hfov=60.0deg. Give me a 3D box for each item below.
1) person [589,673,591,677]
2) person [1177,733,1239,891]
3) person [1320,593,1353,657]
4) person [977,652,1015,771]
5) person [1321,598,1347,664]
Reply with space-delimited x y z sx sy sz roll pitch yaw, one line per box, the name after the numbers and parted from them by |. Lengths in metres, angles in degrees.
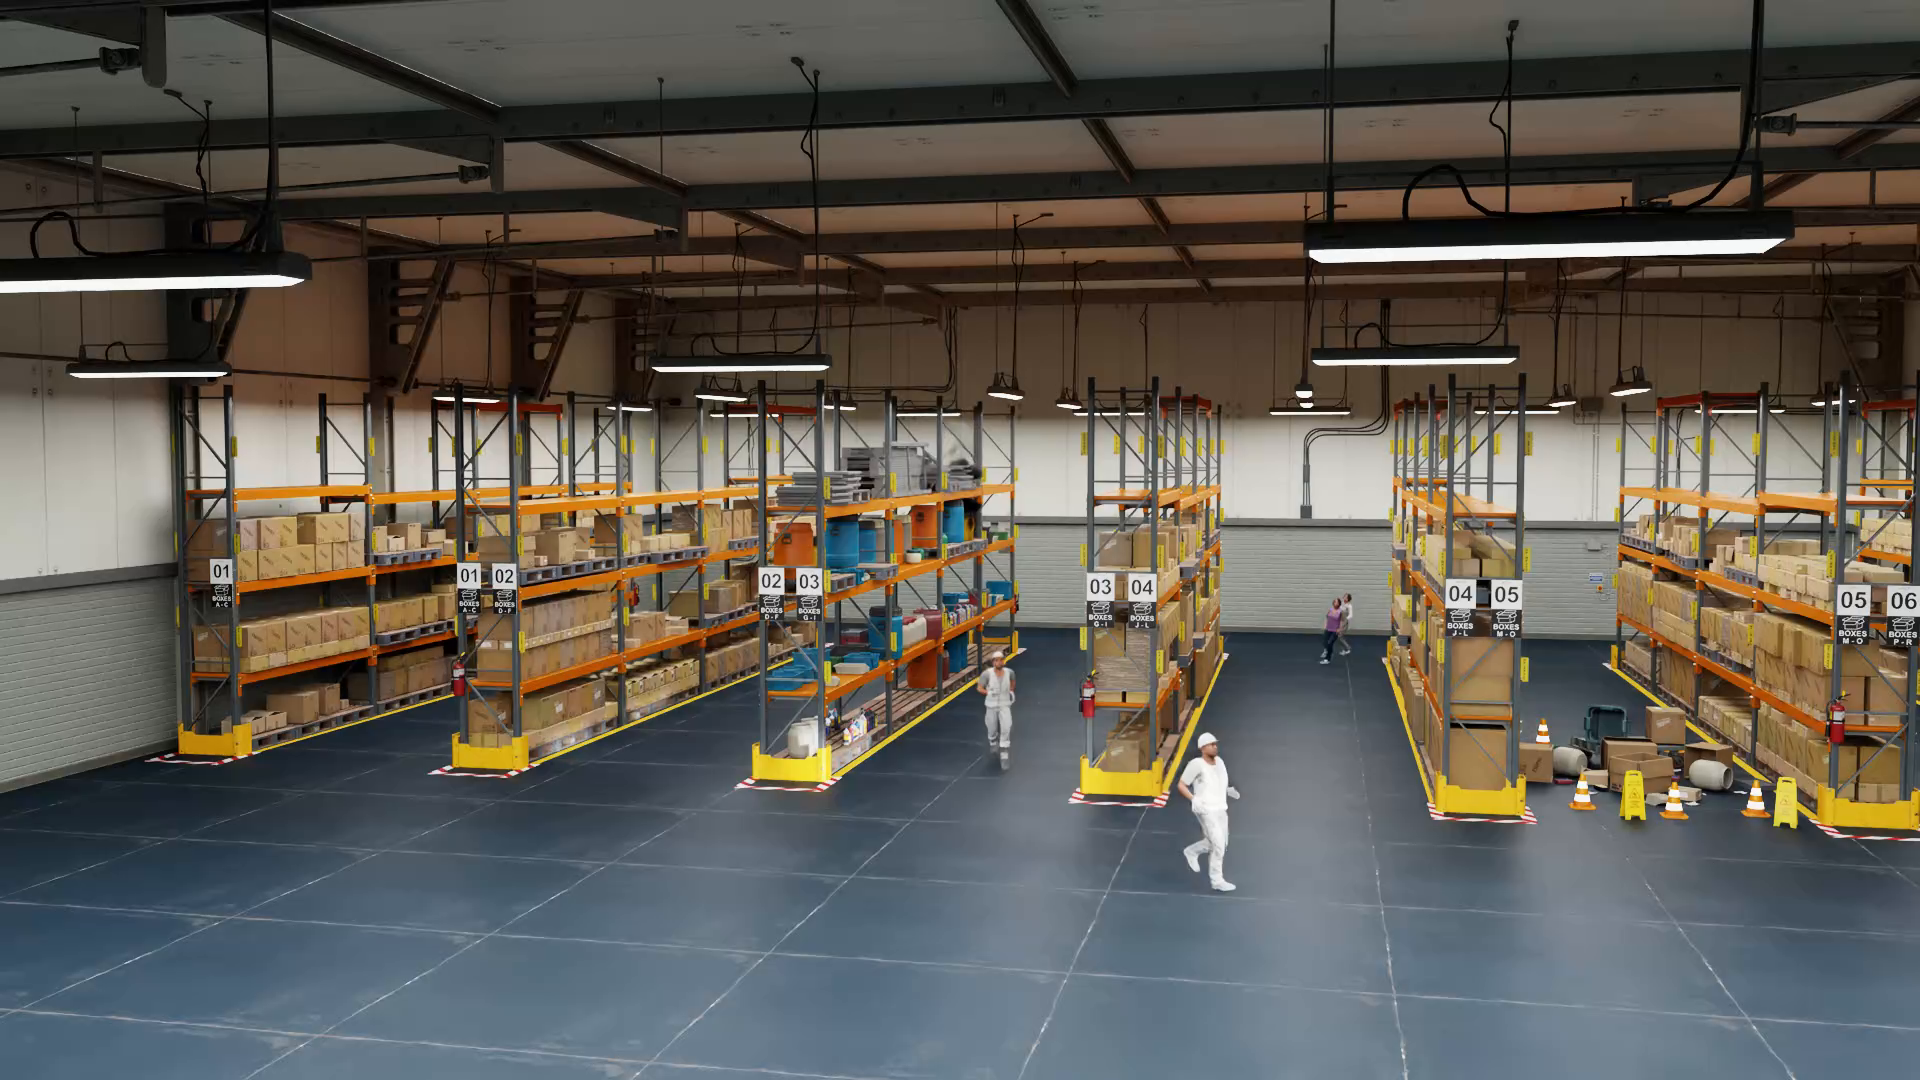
-7.734 2.242 34.201 0.659 1.666 0.532 1 3 14 | person
2.814 3.070 18.917 0.696 1.750 0.818 -3 4 -42 | person
9.001 2.022 39.393 0.736 1.545 0.630 -1 3 -22 | person
0.568 2.651 26.173 0.621 1.818 1.088 0 3 -1 | person
8.654 2.094 38.328 0.594 1.530 0.524 2 4 36 | person
